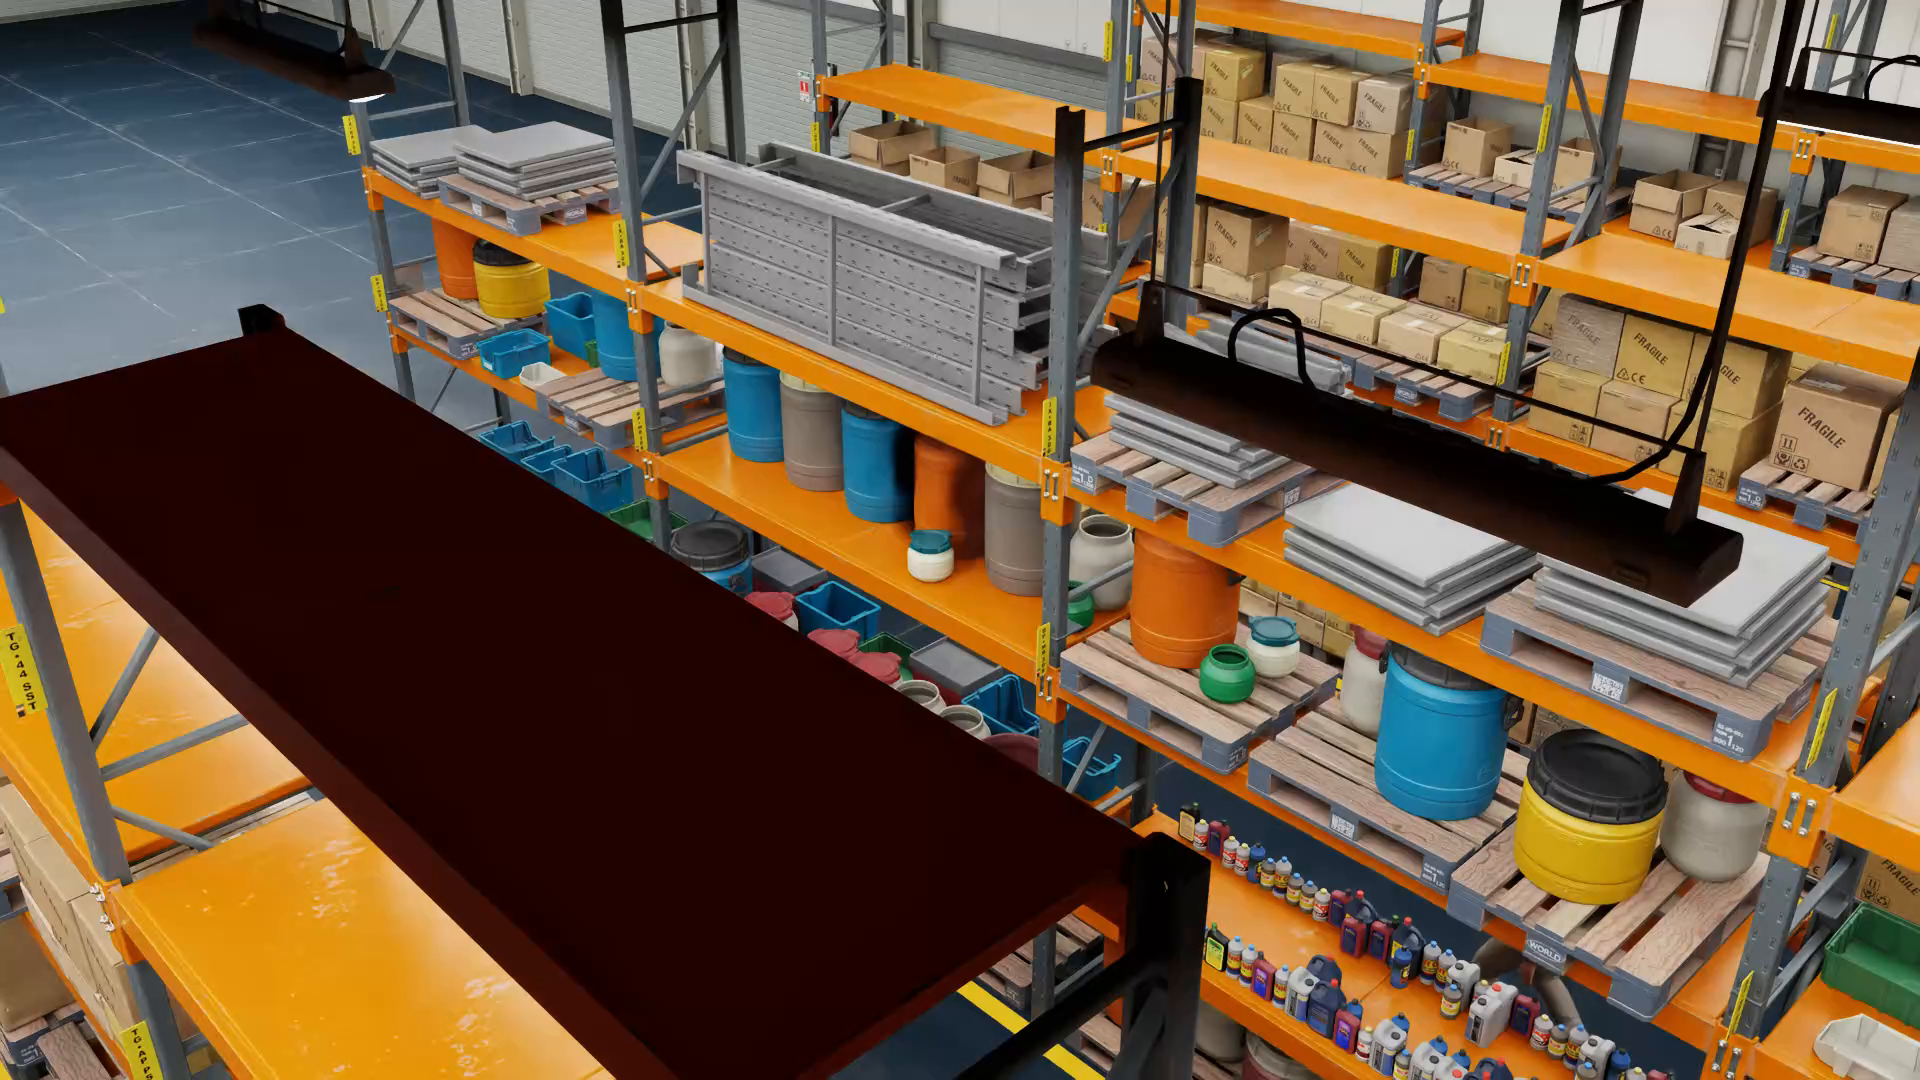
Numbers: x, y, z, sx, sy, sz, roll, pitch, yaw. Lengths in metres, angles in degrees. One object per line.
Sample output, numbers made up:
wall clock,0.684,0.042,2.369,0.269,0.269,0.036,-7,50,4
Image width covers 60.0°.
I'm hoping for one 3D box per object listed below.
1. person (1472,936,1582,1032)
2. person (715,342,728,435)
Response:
person,3.580,2.457,10.507,0.565,1.675,1.032,-21,35,-34
person,-2.613,-1.693,18.233,0.496,1.650,0.878,7,29,12
